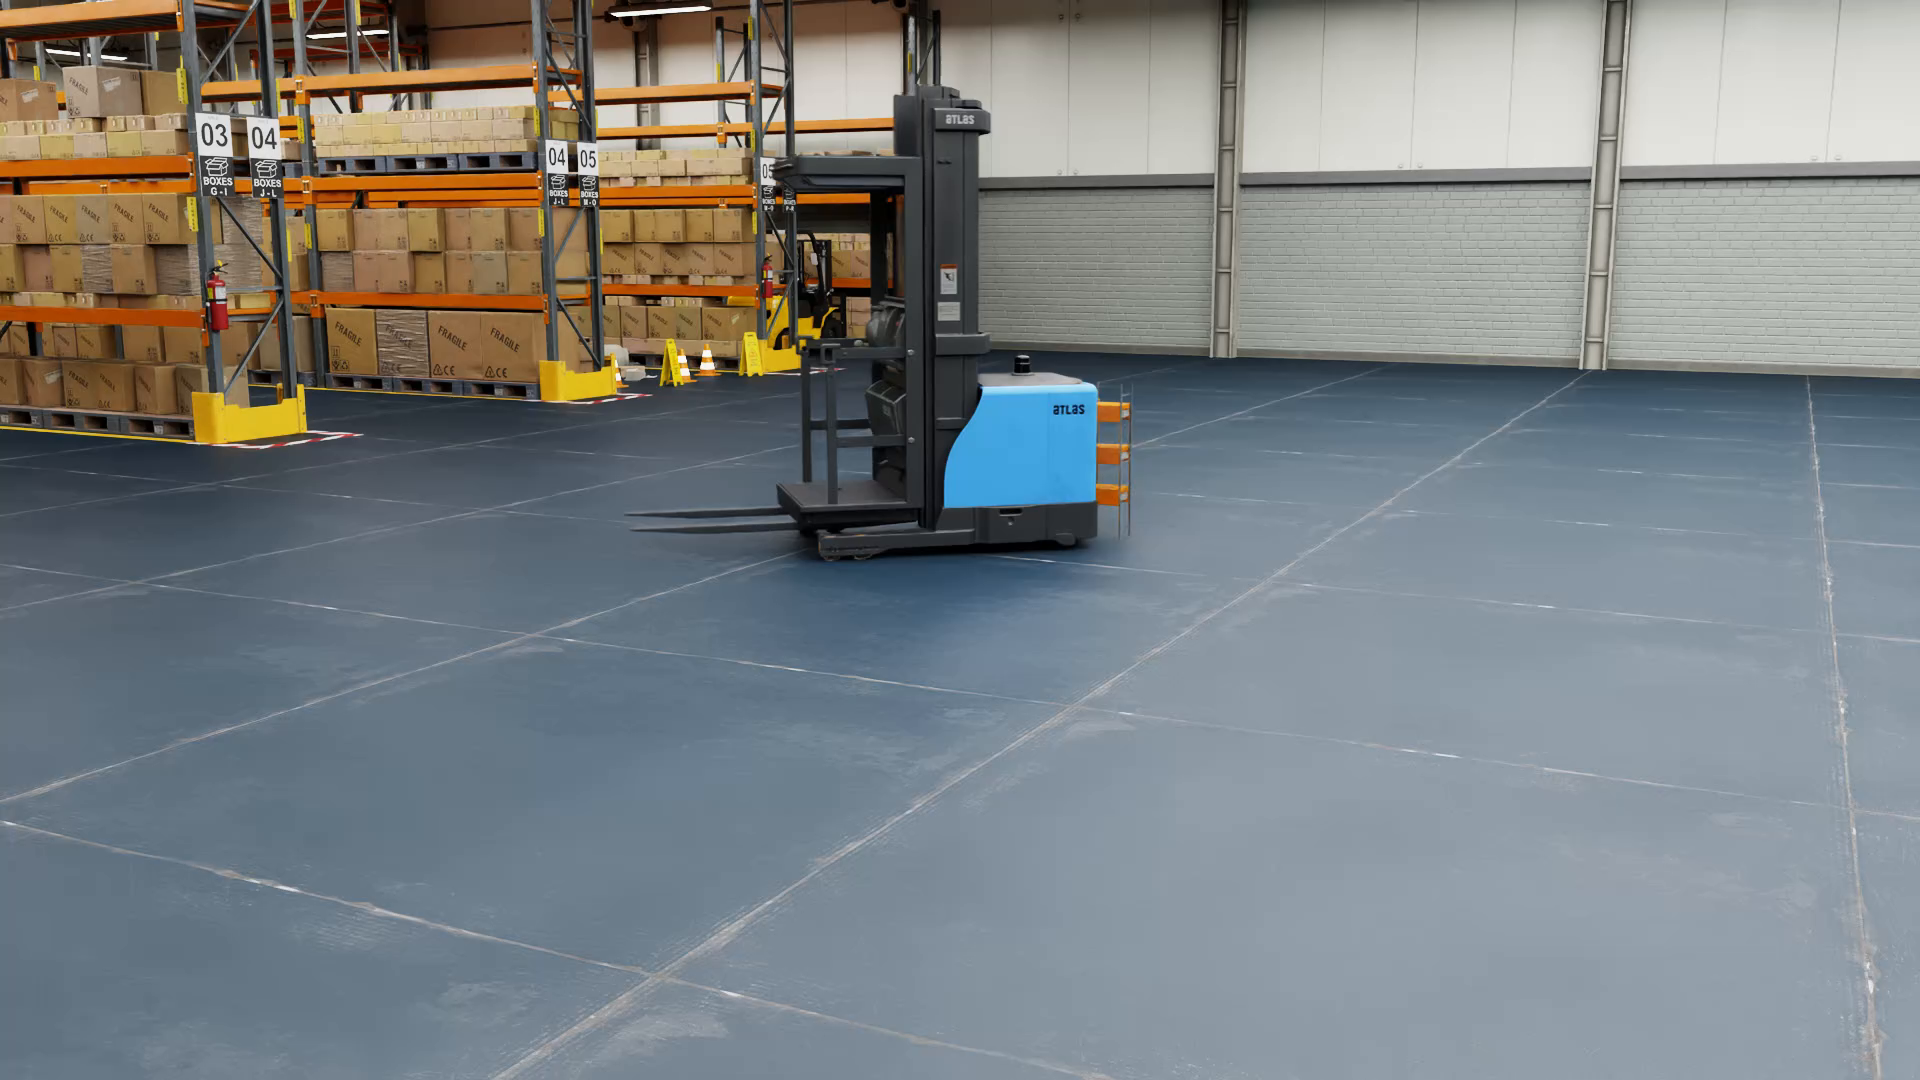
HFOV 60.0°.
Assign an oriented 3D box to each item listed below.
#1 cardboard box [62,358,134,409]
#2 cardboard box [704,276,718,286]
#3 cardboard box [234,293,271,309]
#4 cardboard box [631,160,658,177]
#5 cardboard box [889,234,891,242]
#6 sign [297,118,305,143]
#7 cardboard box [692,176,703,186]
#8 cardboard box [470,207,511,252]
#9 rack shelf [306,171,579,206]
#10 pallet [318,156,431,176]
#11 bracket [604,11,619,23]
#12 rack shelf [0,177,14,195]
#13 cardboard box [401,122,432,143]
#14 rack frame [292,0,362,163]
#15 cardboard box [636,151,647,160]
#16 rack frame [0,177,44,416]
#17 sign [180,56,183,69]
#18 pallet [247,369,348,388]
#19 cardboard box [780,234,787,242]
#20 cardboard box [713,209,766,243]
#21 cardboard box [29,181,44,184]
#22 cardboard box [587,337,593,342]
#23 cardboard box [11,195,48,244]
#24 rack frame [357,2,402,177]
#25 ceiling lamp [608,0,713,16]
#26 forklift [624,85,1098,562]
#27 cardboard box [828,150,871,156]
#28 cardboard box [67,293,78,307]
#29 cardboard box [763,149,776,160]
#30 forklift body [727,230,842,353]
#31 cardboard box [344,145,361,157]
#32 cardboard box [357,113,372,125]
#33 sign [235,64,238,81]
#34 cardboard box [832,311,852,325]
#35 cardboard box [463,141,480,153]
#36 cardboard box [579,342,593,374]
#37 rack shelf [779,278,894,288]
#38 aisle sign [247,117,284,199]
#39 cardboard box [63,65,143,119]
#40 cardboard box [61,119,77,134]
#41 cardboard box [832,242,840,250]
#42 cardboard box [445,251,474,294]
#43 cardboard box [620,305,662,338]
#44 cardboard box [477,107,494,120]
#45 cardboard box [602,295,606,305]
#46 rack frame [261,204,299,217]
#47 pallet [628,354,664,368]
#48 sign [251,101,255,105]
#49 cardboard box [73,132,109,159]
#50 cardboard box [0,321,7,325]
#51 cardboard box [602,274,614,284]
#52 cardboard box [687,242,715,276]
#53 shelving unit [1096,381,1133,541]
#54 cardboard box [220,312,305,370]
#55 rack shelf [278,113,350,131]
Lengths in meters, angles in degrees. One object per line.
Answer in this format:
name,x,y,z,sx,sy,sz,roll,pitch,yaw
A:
cardboard box,-9.333,-1.702,18.049,0.500,0.500,0.500,4,11,21
cardboard box,-3.737,-4.008,25.660,0.250,0.149,0.380,5,11,25
cardboard box,-7.346,-2.465,17.133,0.250,0.149,0.380,5,11,26
cardboard box,-4.760,-5.776,25.885,0.500,0.250,0.500,5,11,26
cardboard box,-1.267,-5.428,29.859,0.250,0.149,0.380,5,11,26
sign,-8.729,-5.425,22.026,0.005,0.325,0.100,5,11,26
cardboard box,-3.913,-5.518,25.579,0.250,0.149,0.380,5,11,26
cardboard box,-5.760,-3.981,21.353,0.550,0.550,0.875,5,11,26
rack shelf,-6.704,-4.592,21.776,4.000,0.370,1.077,5,11,26
pallet,-7.768,-4.994,22.226,1.213,0.211,1.003,5,11,26
bracket,-6.753,-10.275,32.626,0.430,0.232,0.235,5,11,26
rack shelf,-12.576,-4.123,19.185,4.000,0.370,1.077,5,11,26
cardboard box,-6.823,-5.230,21.406,0.500,0.250,0.500,5,11,26
rack frame,-8.497,-6.579,22.316,0.127,3.000,1.000,5,11,26
cardboard box,-4.829,-5.984,25.918,0.250,0.149,0.380,5,12,27
rack frame,-10.783,-2.843,18.517,0.127,3.000,1.000,5,11,26
sign,-13.839,-8.459,29.635,0.005,0.325,0.100,5,11,26
pallet,-9.223,-2.304,23.368,1.213,0.211,1.003,5,11,26
cardboard box,-3.113,-5.584,30.721,0.250,0.149,0.380,5,11,25
cardboard box,-3.365,-4.804,25.426,0.500,0.500,0.700,5,11,24
cardboard box,-13.610,-5.550,24.768,0.500,0.500,0.500,5,11,26
cardboard box,-5.988,-3.190,26.975,0.500,0.250,0.500,4,11,23
cardboard box,-9.594,-3.376,17.538,0.500,0.500,0.500,5,11,26
rack frame,-9.985,-7.693,28.470,0.127,3.000,1.000,5,11,26
ceiling lamp,-5.053,-10.681,28.590,2.000,3.185,0.800,5,11,26
forklift,-0.668,-1.410,10.791,3.031,2.935,1.130,-3,11,-14
cardboard box,-1.997,-6.777,30.092,0.500,0.500,0.700,5,11,26
cardboard box,-9.127,-2.526,17.471,0.250,0.149,0.380,5,11,26
cardboard box,-3.039,-5.916,25.540,0.250,0.149,0.380,5,11,25
forklift body,-3.125,-4.344,29.194,1.214,2.155,2.313,5,11,26
cardboard box,-7.865,-5.113,21.880,0.250,0.149,0.380,5,11,26
cardboard box,-7.637,-5.485,21.699,0.250,0.149,0.380,5,11,25
sign,-13.343,-8.595,30.605,0.005,0.325,0.100,5,11,26
cardboard box,-2.110,-4.070,30.436,0.500,0.250,0.500,5,11,25
cardboard box,-6.041,-4.953,20.996,0.250,0.149,0.380,5,11,26
cardboard box,-5.506,-2.616,24.274,0.637,0.503,0.797,-2,11,-14
rack shelf,-2.411,-4.707,30.838,4.000,0.370,1.077,5,11,26
aisle sign,-7.007,-3.850,16.782,0.004,0.787,0.394,5,11,26
cardboard box,-8.697,-4.527,16.880,0.500,0.500,0.500,5,11,26
cardboard box,-8.971,-4.231,17.065,0.250,0.149,0.380,4,11,23
cardboard box,-2.214,-5.352,30.277,0.250,0.149,0.380,5,11,26
cardboard box,-6.212,-3.512,21.792,0.550,0.550,0.875,5,11,26
cardboard box,-5.039,-3.478,26.458,0.500,0.500,0.500,6,12,29
cardboard box,-5.815,-5.325,20.815,0.250,0.149,0.380,5,12,27
cardboard box,-5.902,-3.859,26.743,0.250,0.149,0.380,5,11,27
rack frame,-14.966,-6.165,36.869,0.127,3.000,1.000,5,11,26
pallet,-4.682,-2.911,26.720,1.213,0.211,1.003,5,11,26
sign,-15.206,-9.529,35.766,0.005,0.325,0.100,5,11,26
cardboard box,-8.645,-4.008,16.953,0.500,0.250,0.500,5,12,27
cardboard box,-14.647,-3.461,25.667,0.500,0.250,0.500,5,12,27
cardboard box,-5.550,-4.174,26.573,0.250,0.149,0.380,5,12,28
cardboard box,-3.866,-4.345,25.701,0.500,0.500,0.500,5,11,26
shelving unit,1.005,-0.536,11.239,0.252,1.050,0.215,5,11,27
cardboard box,-9.957,-2.838,23.627,0.750,0.750,1.050,5,11,26
rack shelf,-11.778,-7.300,29.440,4.000,0.370,1.077,5,11,26
